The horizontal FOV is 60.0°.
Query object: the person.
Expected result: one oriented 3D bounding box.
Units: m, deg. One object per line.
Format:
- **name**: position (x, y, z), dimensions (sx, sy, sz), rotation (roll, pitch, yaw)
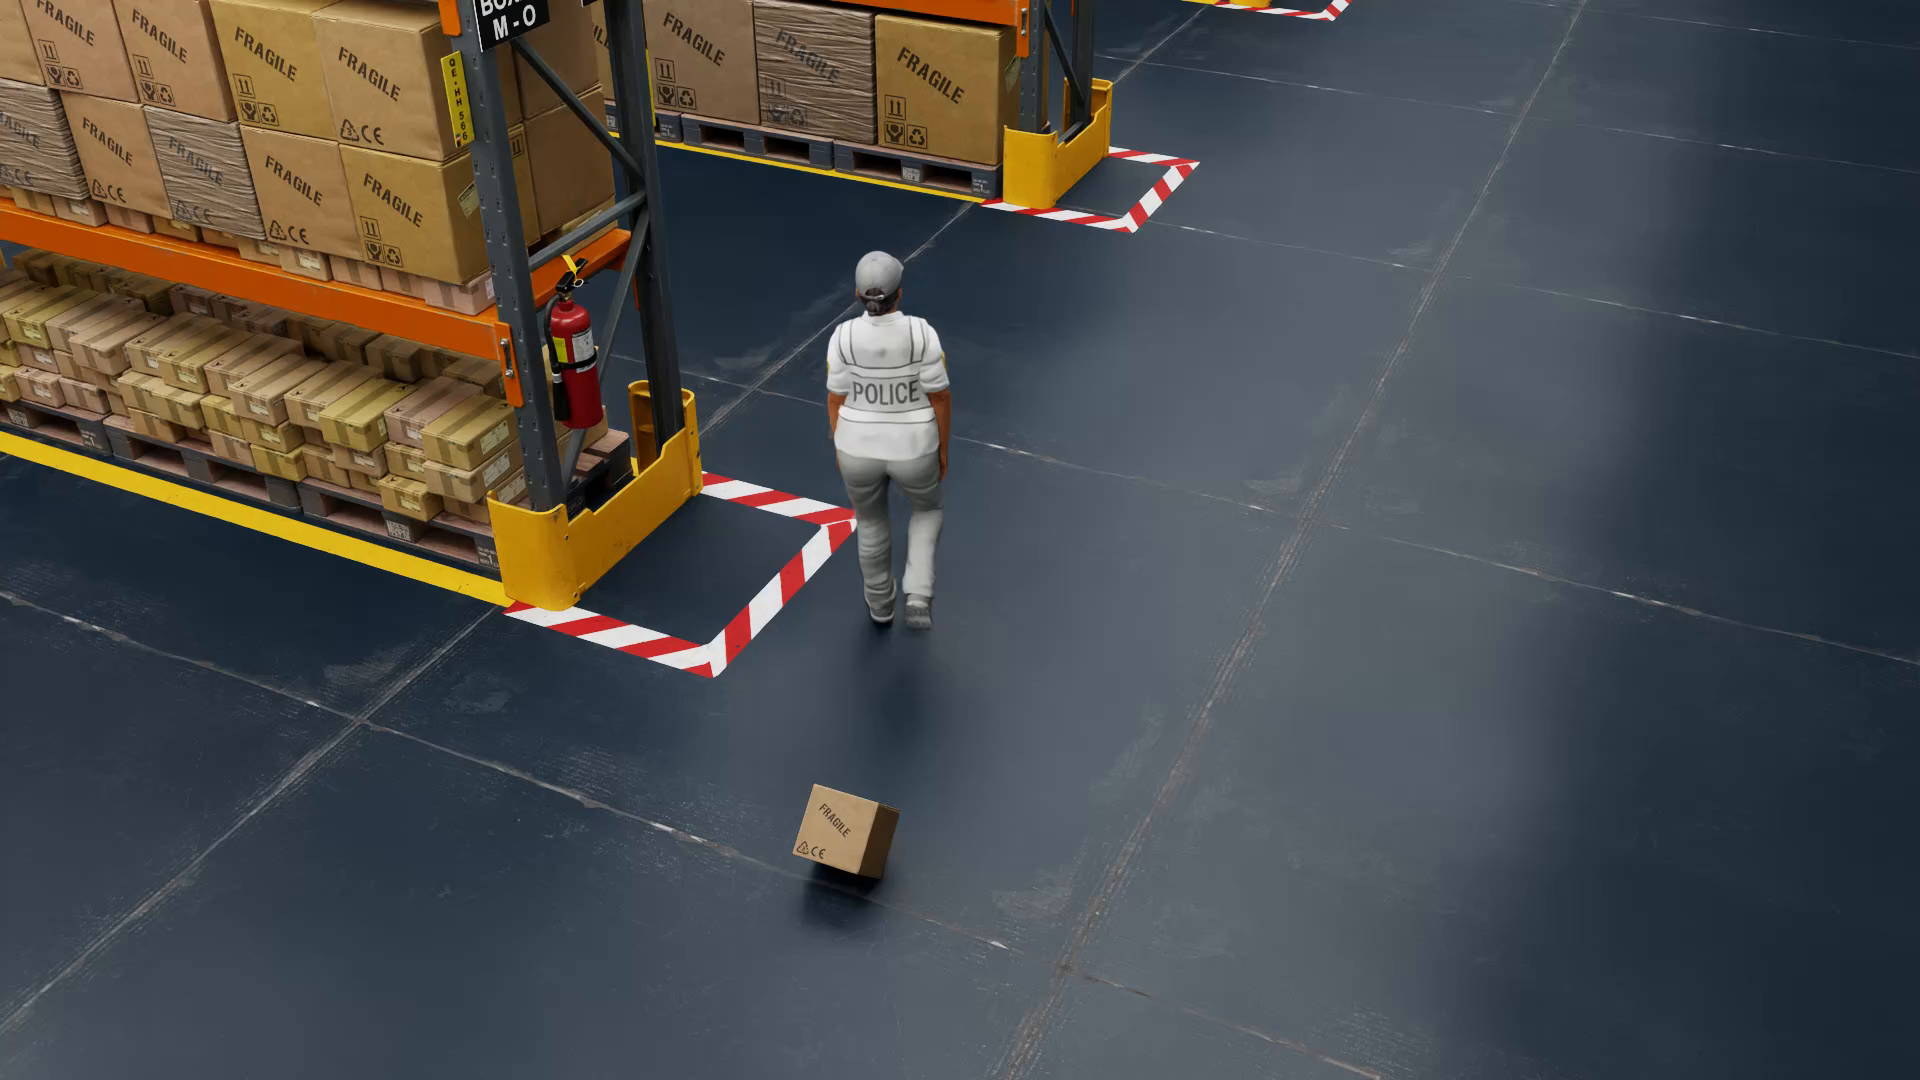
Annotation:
- **person**: position (-0.277, -0.343, 6.610), dimensions (0.488, 1.650, 0.538), rotation (-1, 34, -1)
